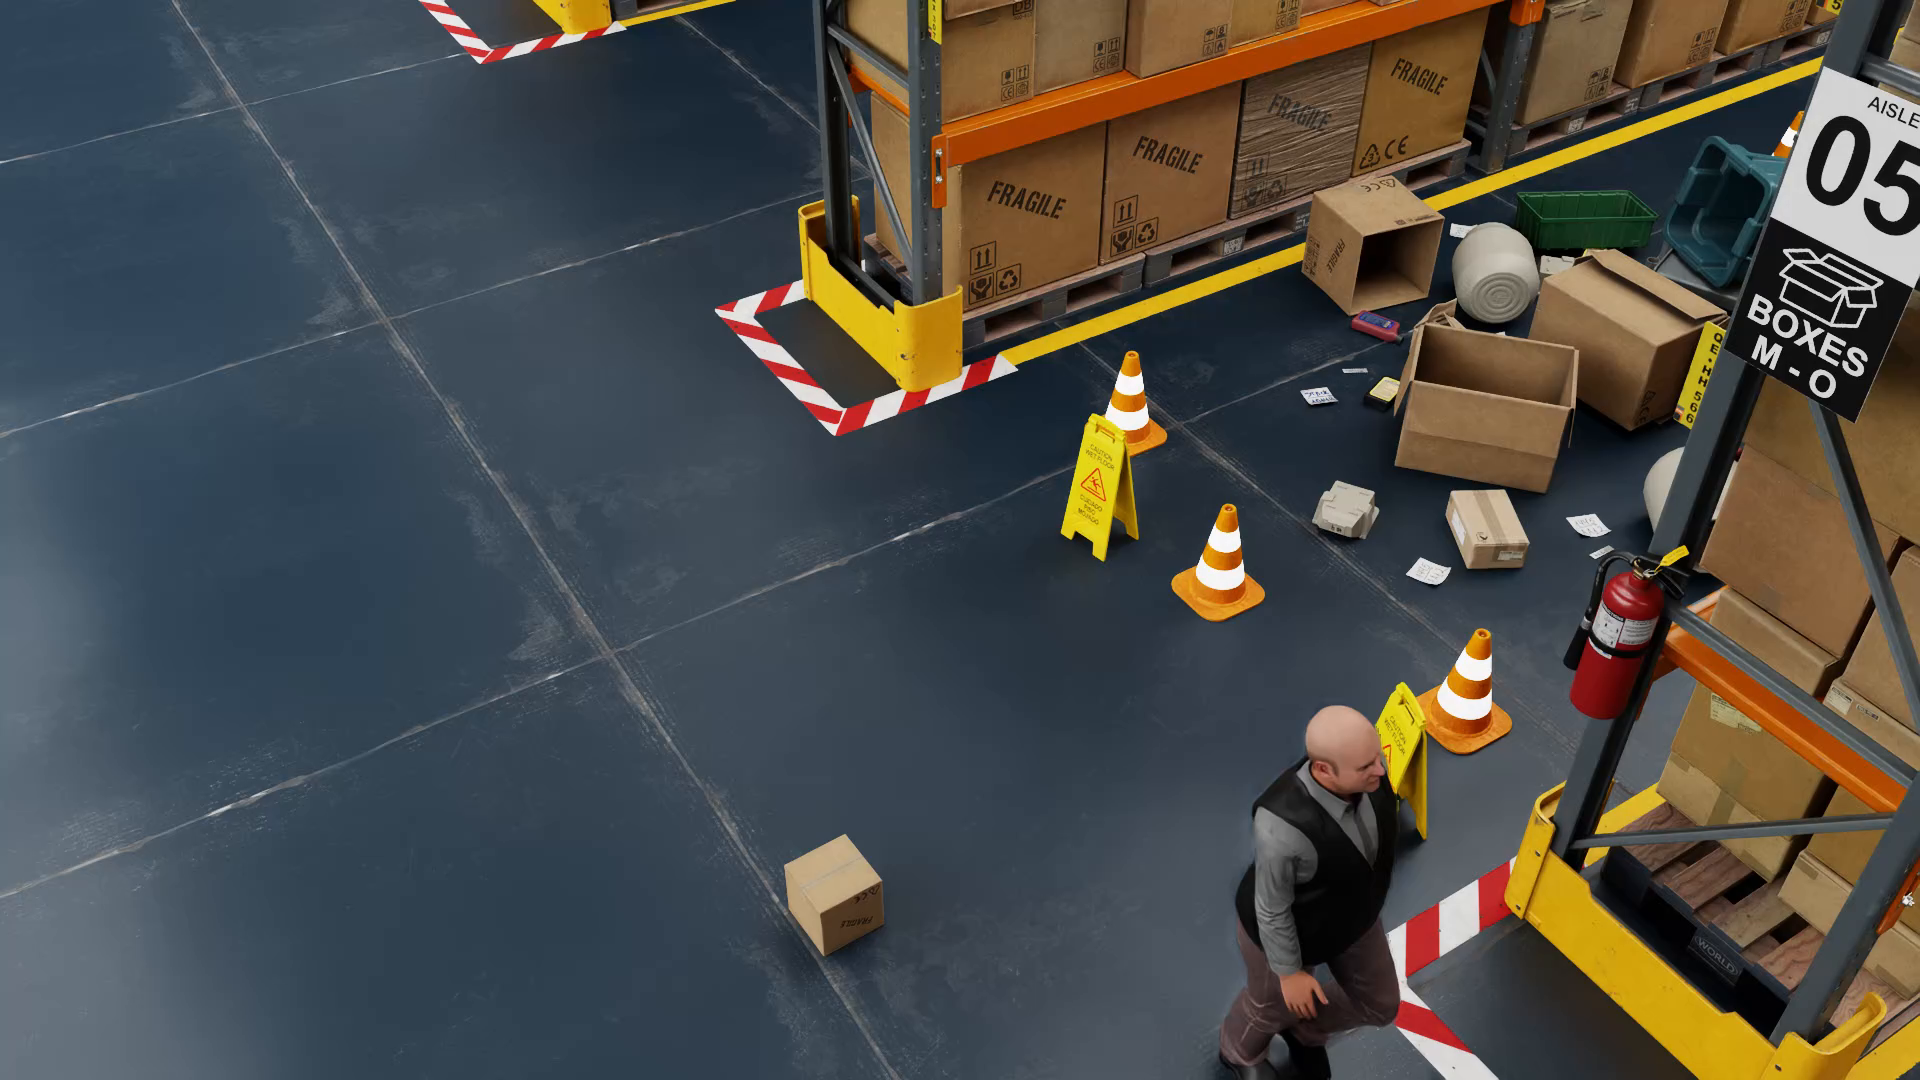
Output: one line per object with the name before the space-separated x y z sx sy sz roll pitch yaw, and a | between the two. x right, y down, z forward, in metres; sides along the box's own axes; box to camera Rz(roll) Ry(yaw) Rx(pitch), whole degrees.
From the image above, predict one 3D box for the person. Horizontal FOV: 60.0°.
person | 1.033 1.130 4.845 0.546 1.755 0.483 -28 48 -29
